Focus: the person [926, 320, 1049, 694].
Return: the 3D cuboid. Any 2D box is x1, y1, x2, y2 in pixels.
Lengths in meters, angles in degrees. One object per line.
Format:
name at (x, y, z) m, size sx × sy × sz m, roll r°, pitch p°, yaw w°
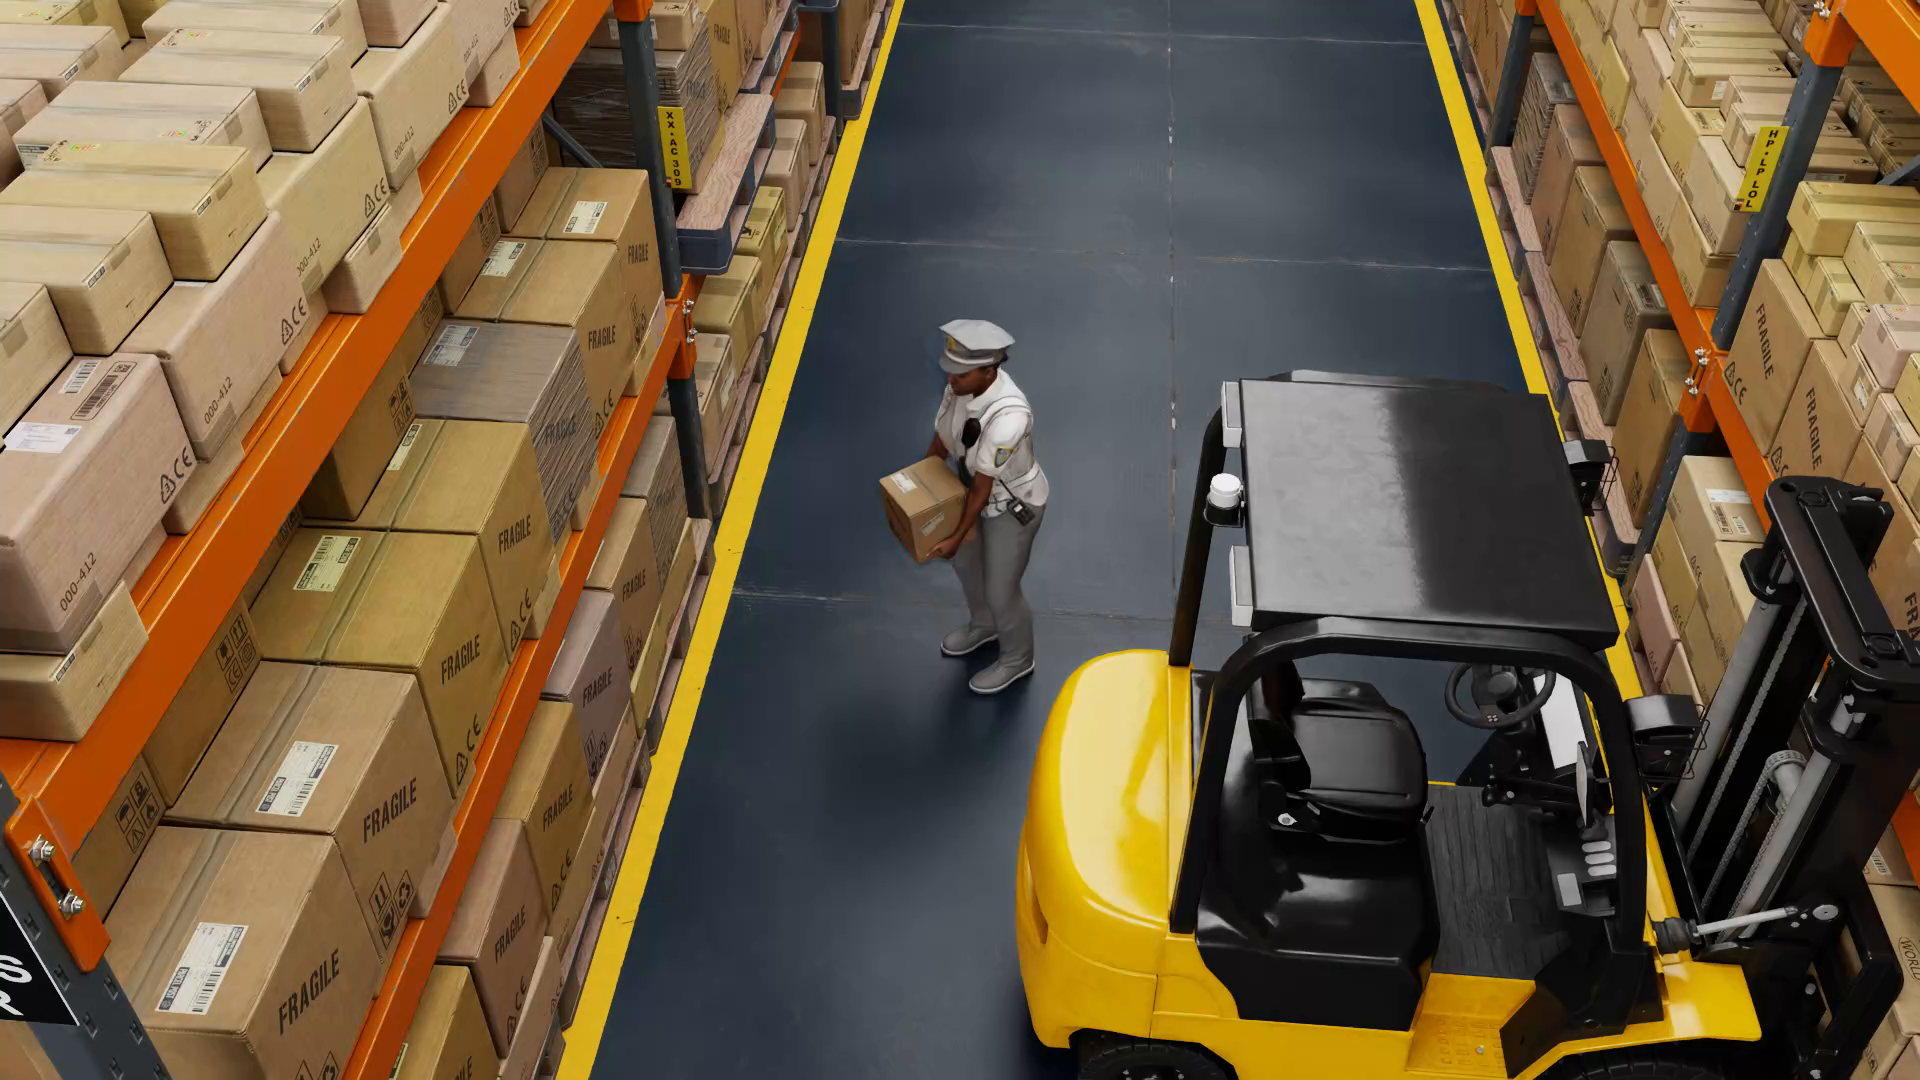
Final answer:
person at (0.059, -0.114, 6.299) m, size 0.547 × 1.663 × 0.415 m, roll -19°, pitch 44°, yaw -21°
